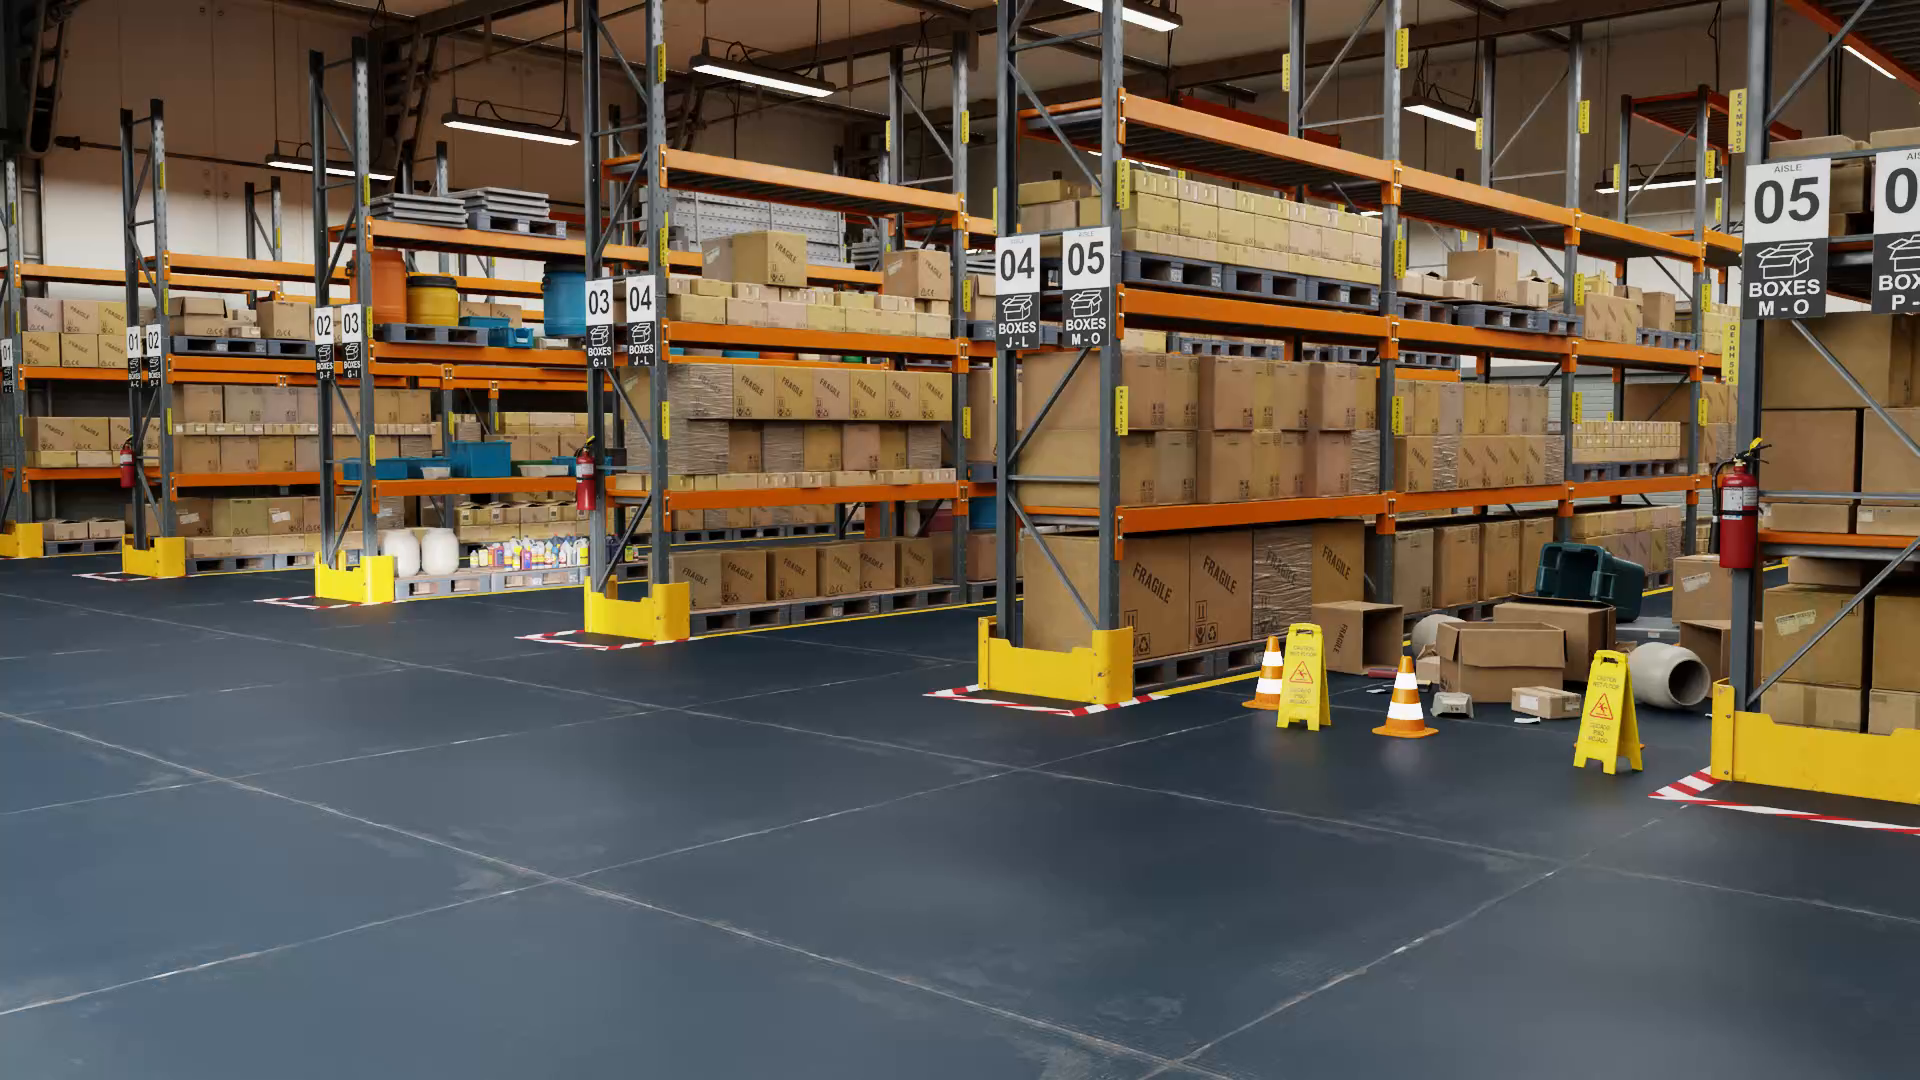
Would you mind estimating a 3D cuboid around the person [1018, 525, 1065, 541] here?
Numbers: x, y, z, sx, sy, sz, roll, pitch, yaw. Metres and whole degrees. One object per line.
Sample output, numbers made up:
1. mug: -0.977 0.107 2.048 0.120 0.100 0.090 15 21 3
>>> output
1. person: 0.827 -0.101 17.044 0.523 1.662 0.372 2 4 25
